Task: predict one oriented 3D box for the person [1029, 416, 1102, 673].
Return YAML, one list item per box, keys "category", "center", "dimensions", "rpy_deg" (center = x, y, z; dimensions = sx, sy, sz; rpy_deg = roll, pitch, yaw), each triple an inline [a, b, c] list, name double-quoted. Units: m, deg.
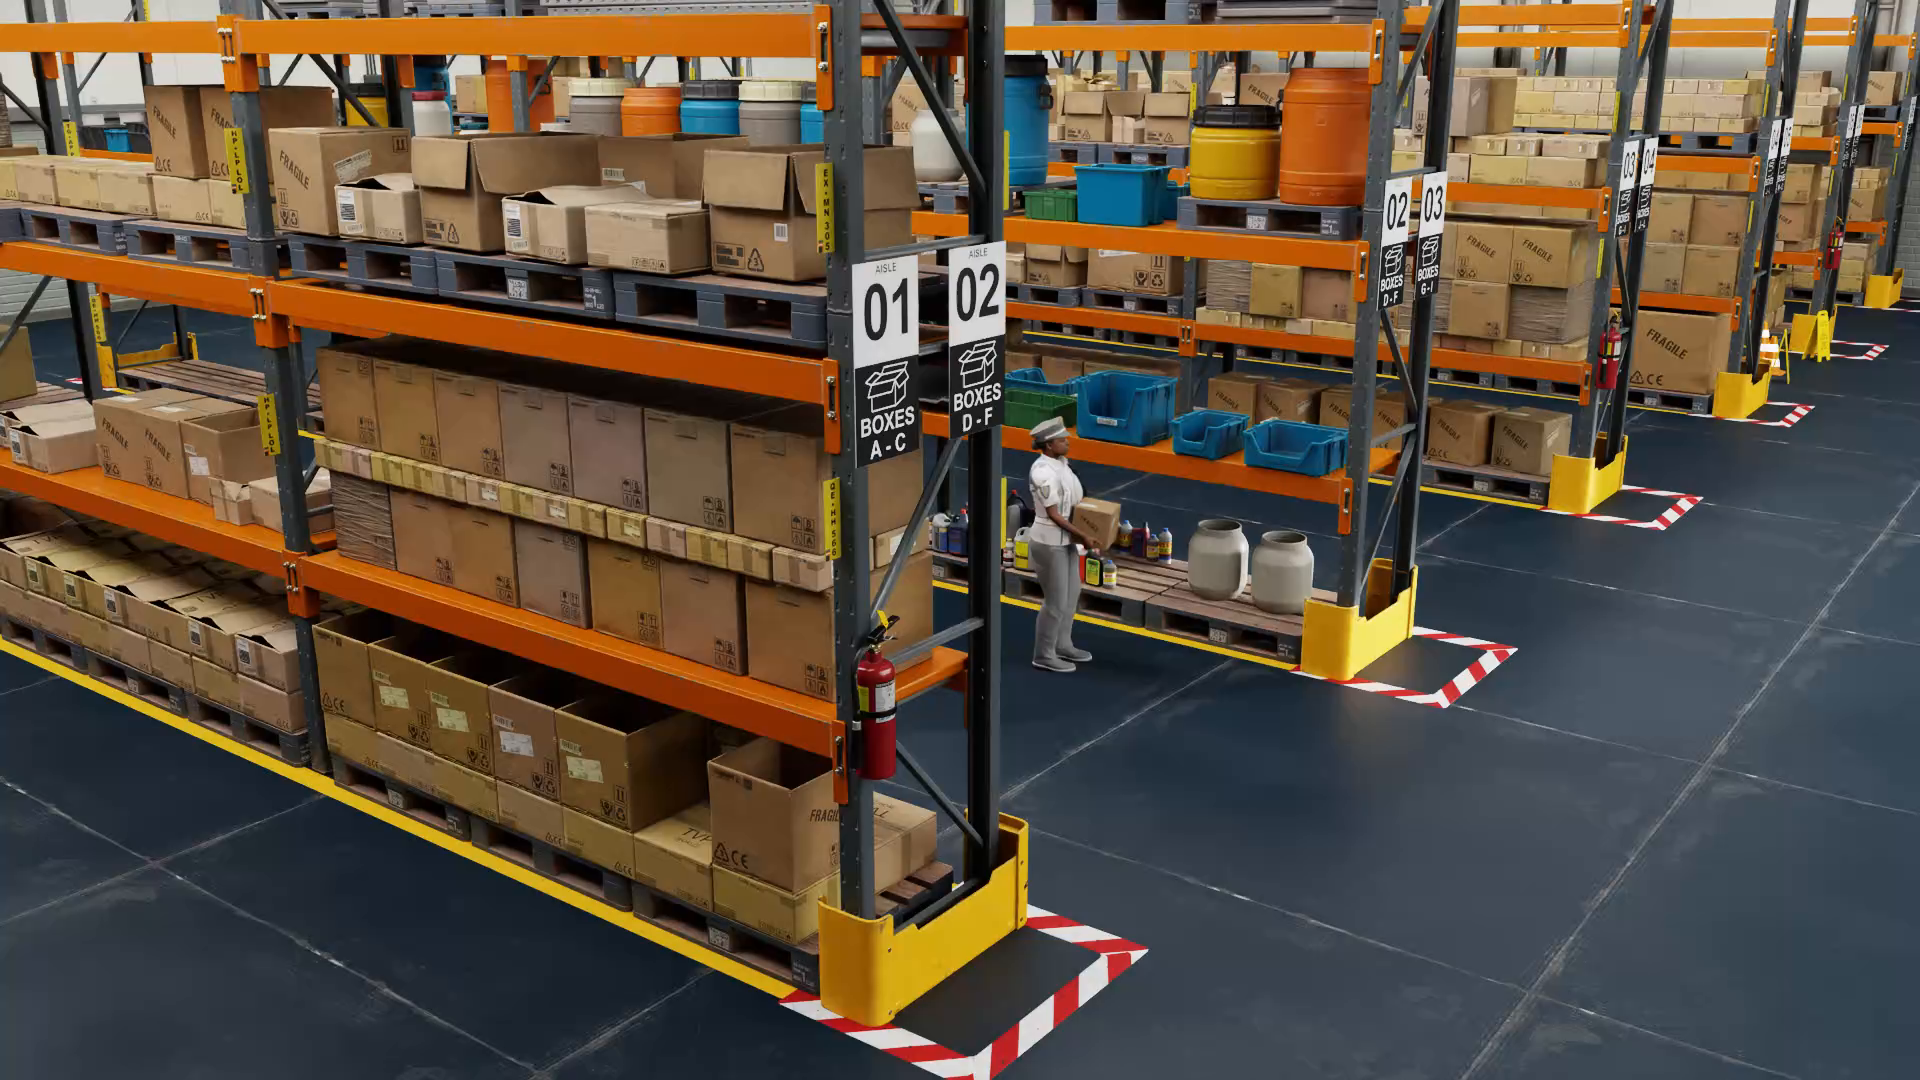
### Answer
- category: "person"
  center: [0.703, 0.022, 10.925]
  dimensions: [0.536, 1.687, 0.451]
  rpy_deg: [6, 18, 18]
